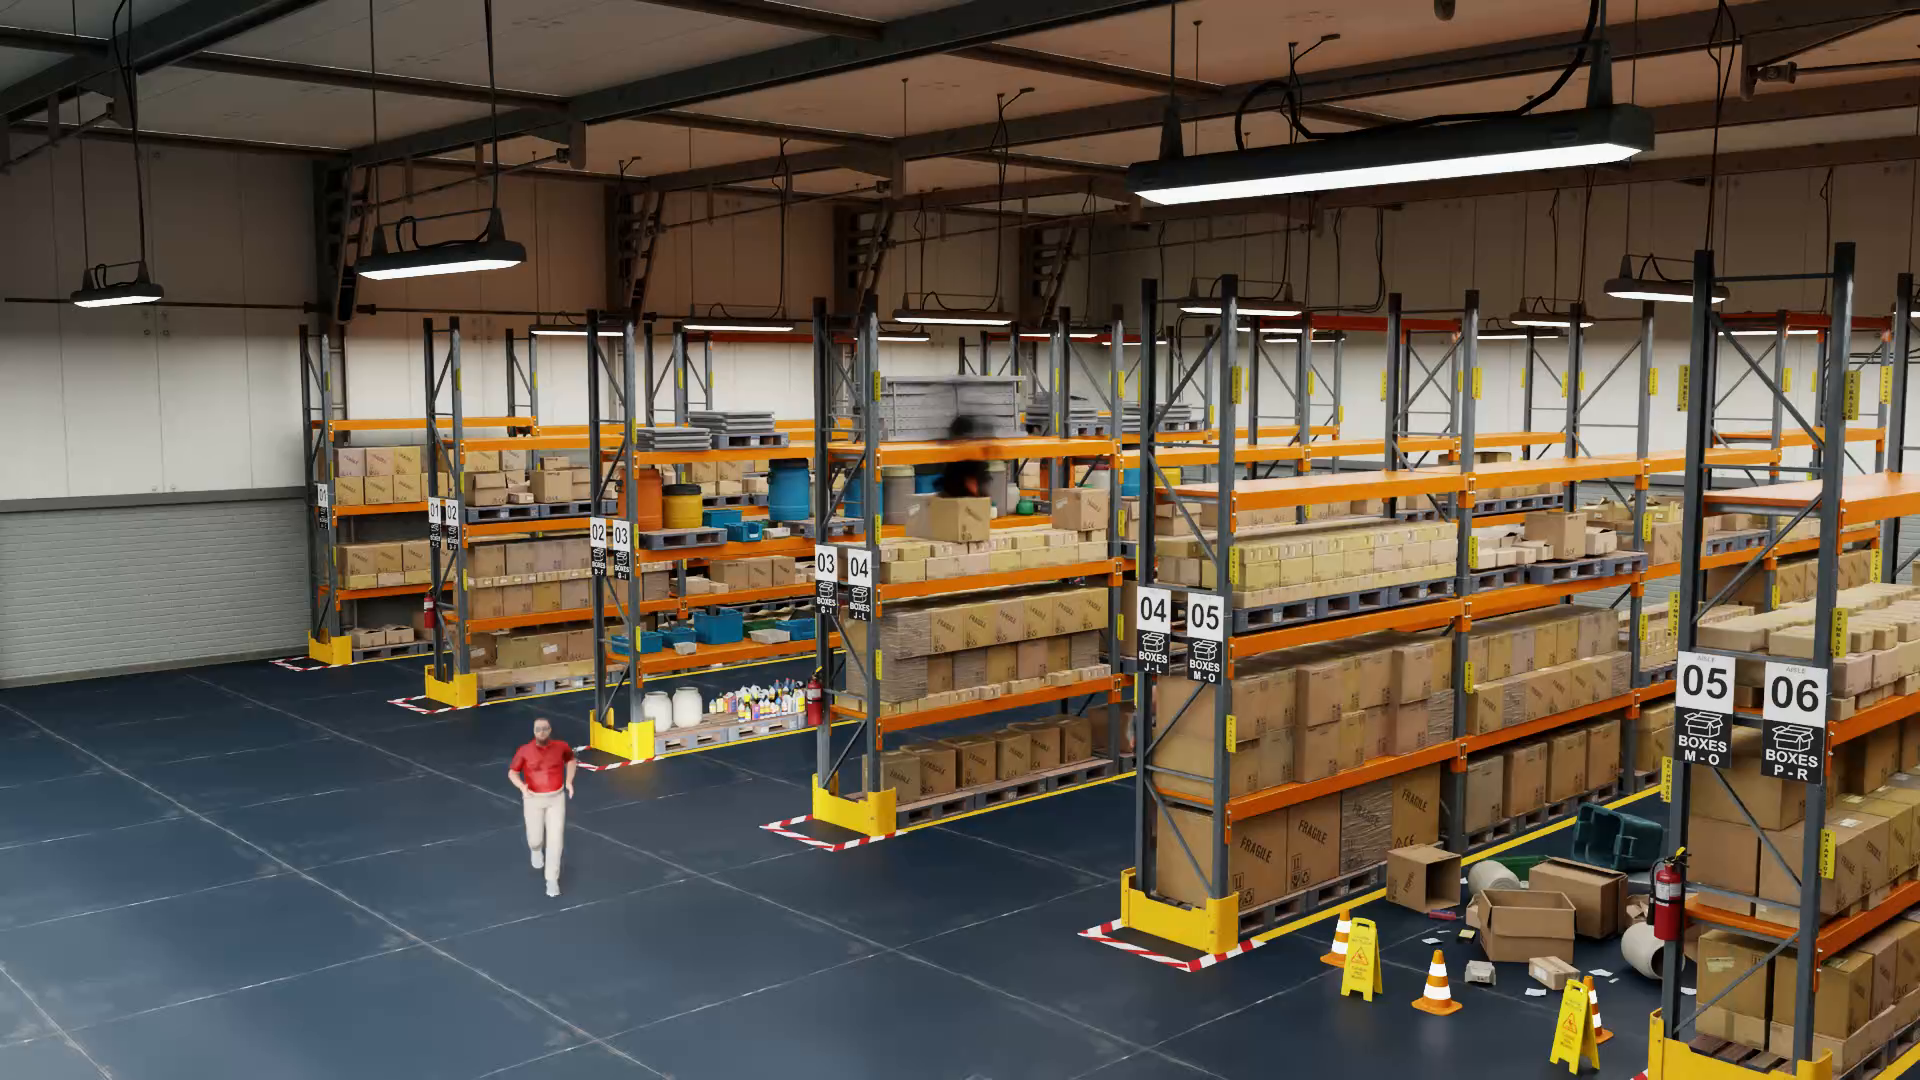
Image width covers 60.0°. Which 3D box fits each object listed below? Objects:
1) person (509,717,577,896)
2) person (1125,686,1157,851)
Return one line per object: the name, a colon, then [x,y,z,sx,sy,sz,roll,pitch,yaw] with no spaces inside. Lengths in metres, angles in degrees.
person: [-4.180,2.631,16.725,0.673,1.713,0.919,-2,6,-17]
person: [2.128,2.486,18.231,0.673,1.804,0.760,4,7,36]
